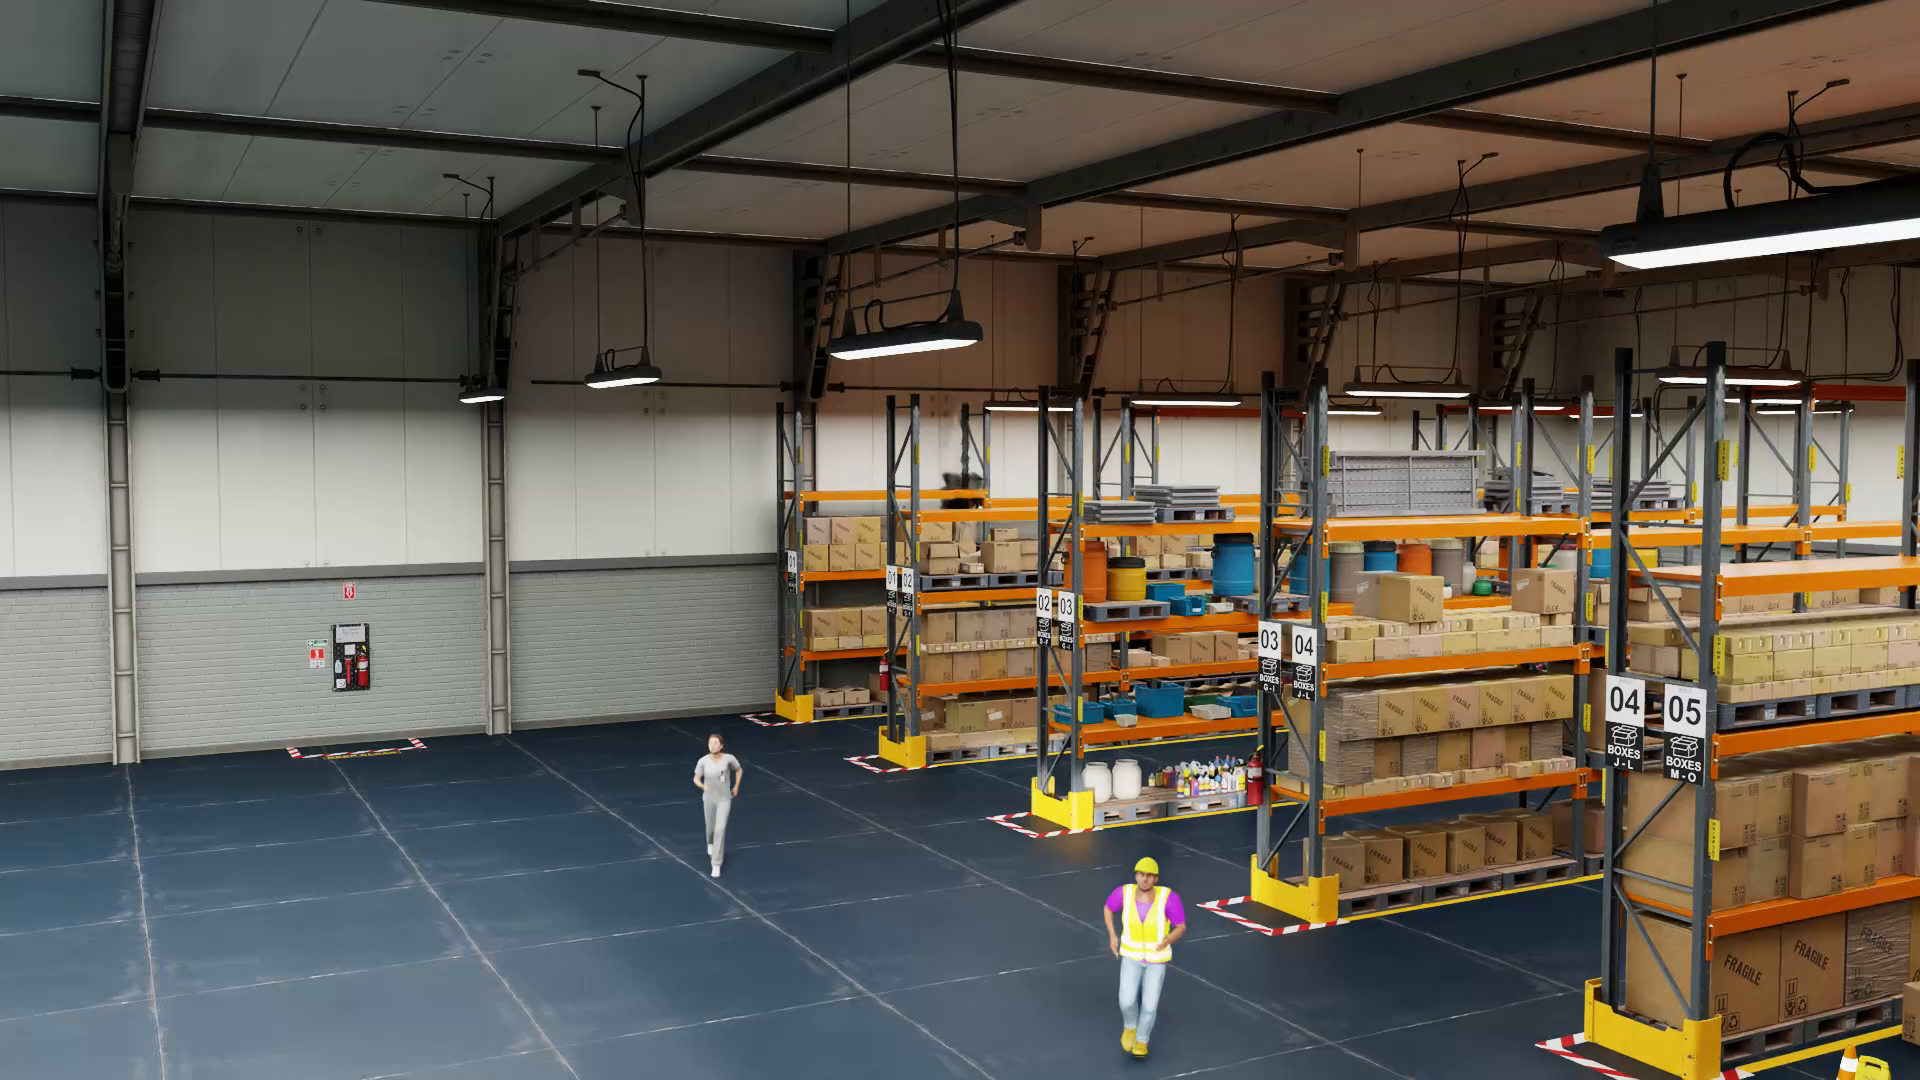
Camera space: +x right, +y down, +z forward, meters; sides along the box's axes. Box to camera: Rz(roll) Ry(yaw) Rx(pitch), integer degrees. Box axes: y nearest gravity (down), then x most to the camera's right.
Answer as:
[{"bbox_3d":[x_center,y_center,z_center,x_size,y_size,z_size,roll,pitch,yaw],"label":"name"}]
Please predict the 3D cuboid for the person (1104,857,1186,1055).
[{"bbox_3d":[1.541,3.502,13.932,0.696,1.716,0.640,0,3,9],"label":"person"}]

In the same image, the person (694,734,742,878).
[{"bbox_3d":[-2.951,3.187,20.297,0.576,1.674,0.947,0,3,0],"label":"person"}]
